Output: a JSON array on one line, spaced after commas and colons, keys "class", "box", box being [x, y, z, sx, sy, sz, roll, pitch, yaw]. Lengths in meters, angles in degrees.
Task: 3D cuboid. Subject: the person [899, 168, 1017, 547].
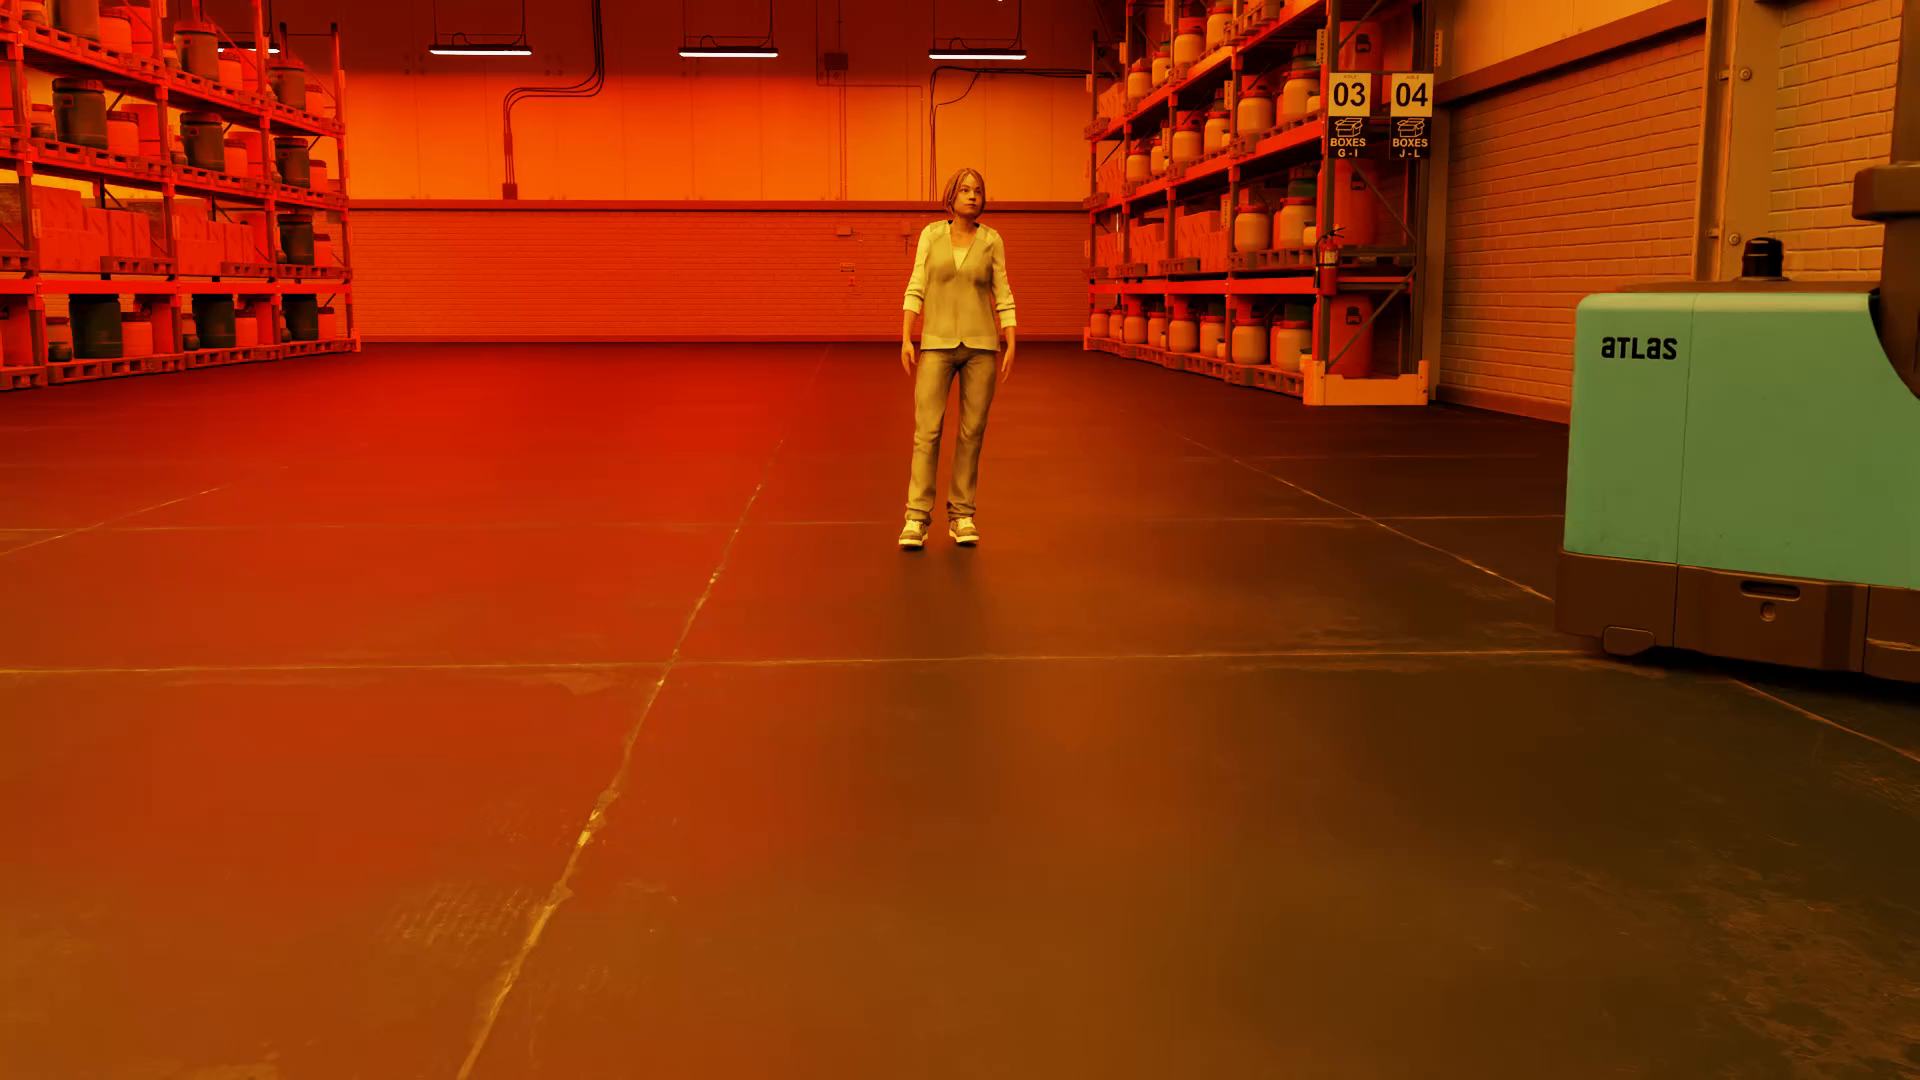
[{"class": "person", "box": [-0.010, -0.787, 7.117, 0.520, 1.599, 0.473, -1, 8, -4]}]

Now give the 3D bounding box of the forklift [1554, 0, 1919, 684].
[{"class": "forklift", "box": [3.231, -1.018, 4.183, 3.031, 2.935, 1.130, 7, 11, 41]}]
